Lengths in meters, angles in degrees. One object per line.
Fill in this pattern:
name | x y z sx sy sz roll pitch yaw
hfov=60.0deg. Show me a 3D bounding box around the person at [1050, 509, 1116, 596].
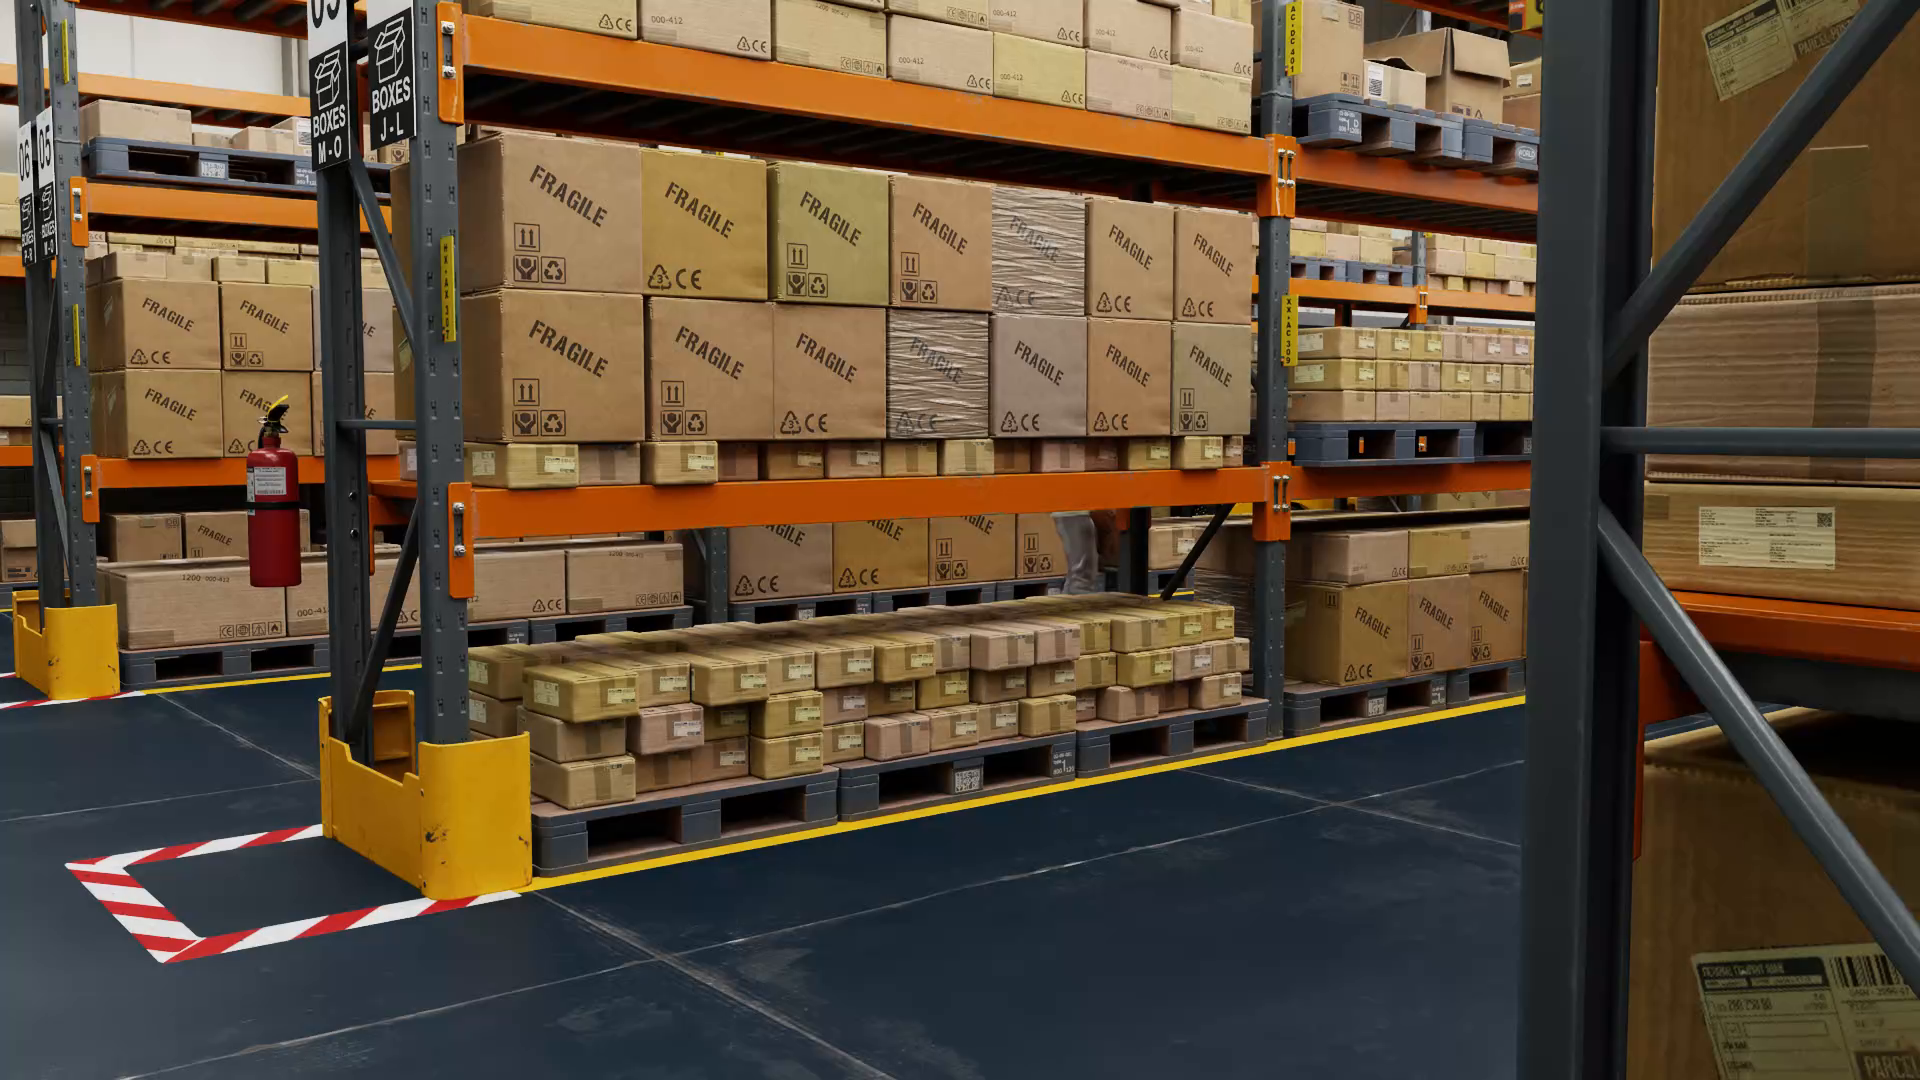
person | 0.833 -0.145 10.616 0.563 1.771 0.559 1 4 18
